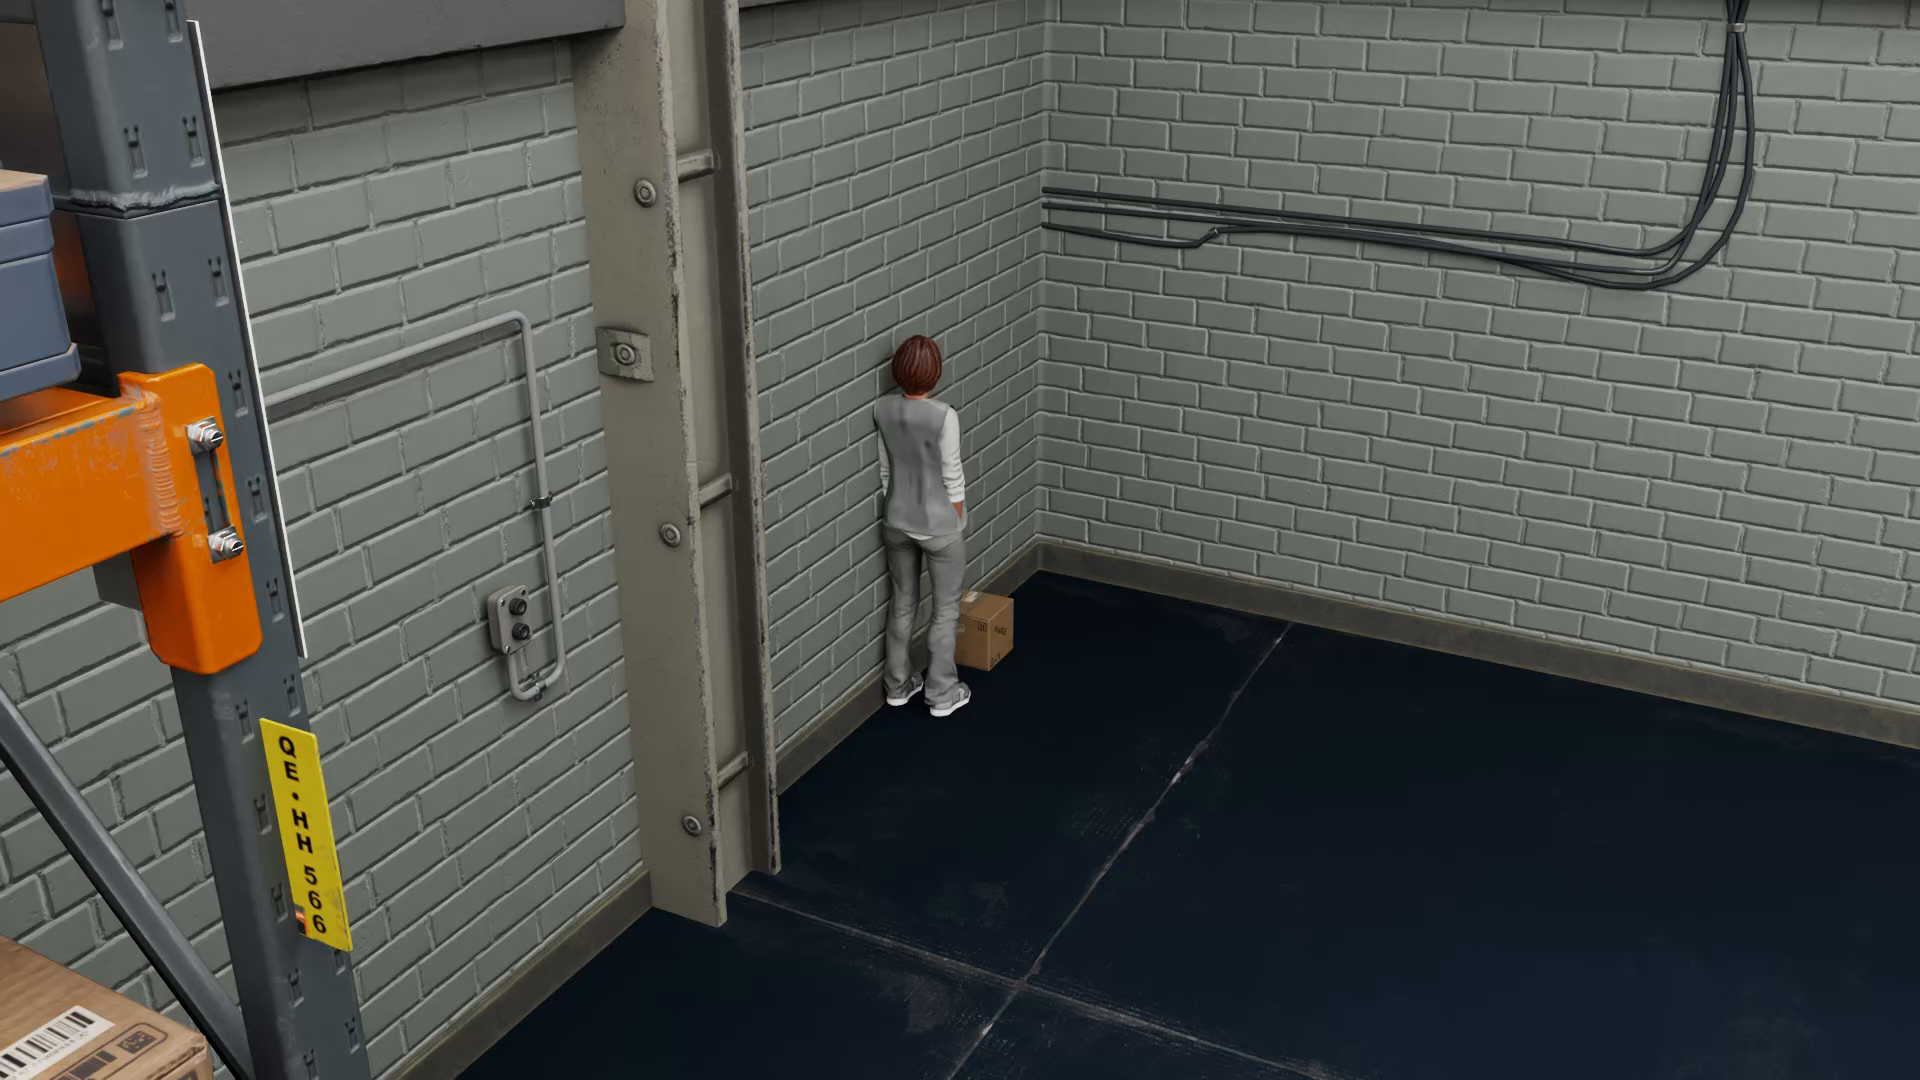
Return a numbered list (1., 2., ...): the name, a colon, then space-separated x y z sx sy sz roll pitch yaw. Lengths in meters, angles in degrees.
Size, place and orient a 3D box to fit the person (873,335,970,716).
1. person: -0.160 -0.054 6.741 0.406 1.594 0.309 12 26 26
